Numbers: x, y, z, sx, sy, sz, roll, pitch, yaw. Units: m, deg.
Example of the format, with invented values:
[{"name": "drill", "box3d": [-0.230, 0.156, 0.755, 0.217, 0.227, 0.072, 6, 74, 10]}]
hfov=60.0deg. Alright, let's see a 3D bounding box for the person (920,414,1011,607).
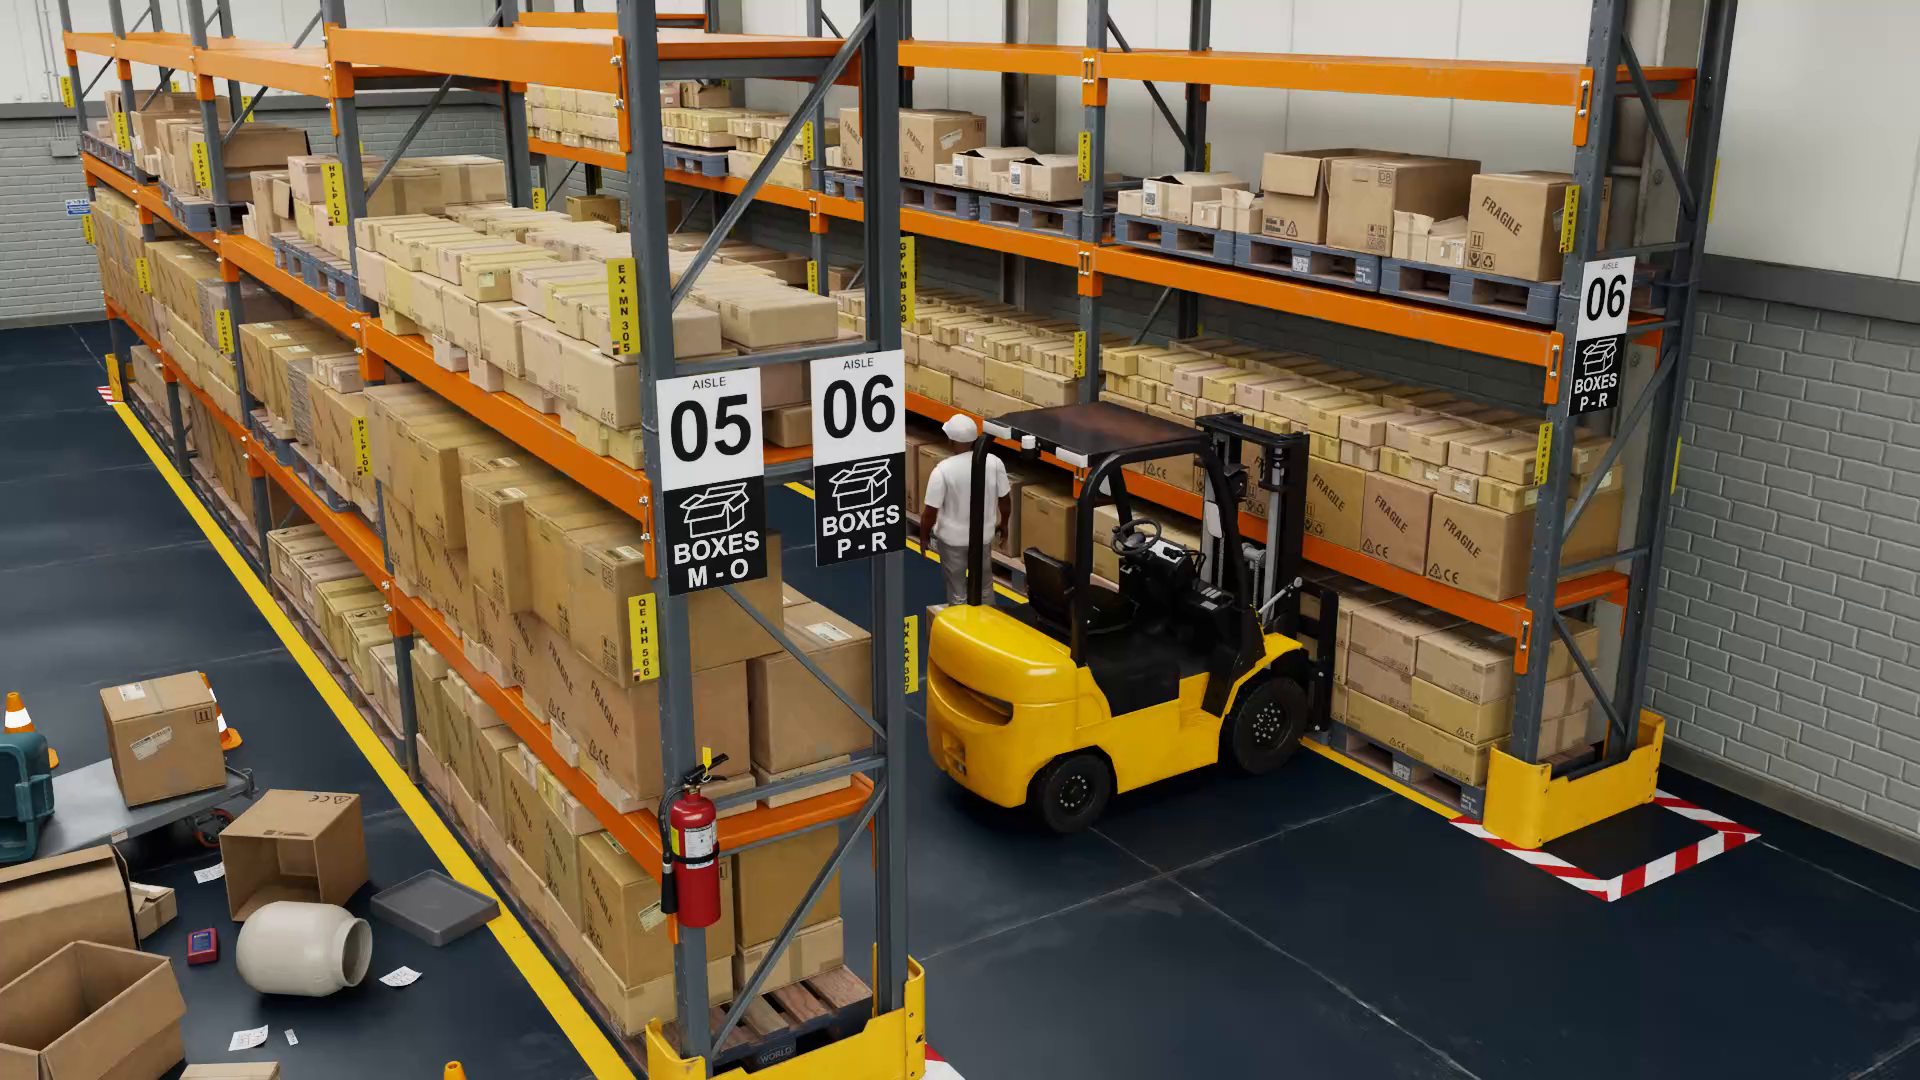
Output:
[{"name": "person", "box3d": [0.011, -0.051, 11.645, 0.666, 1.766, 0.576, -6, 19, -19]}]
